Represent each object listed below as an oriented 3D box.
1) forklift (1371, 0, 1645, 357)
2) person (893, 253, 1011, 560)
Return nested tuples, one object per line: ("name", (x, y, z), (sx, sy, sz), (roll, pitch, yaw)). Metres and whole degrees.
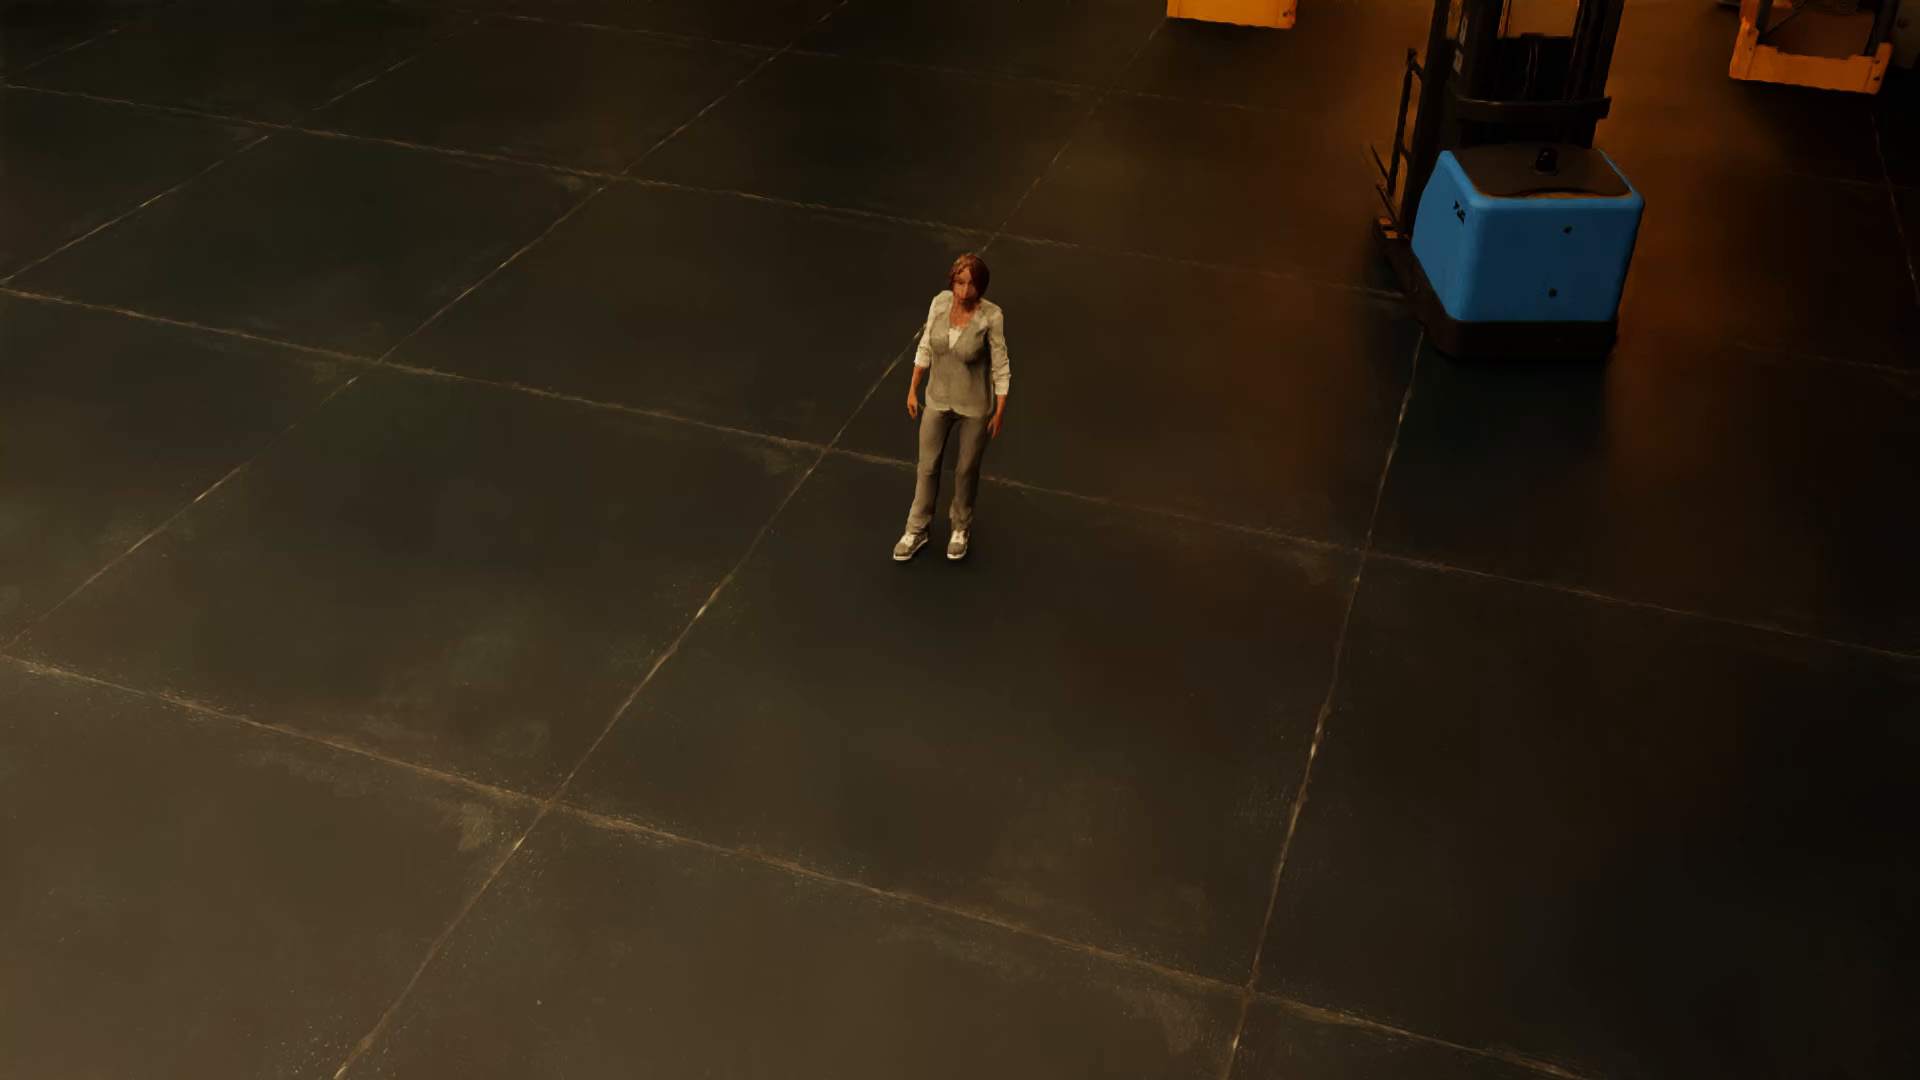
("forklift", (3.438, -3.123, 10.516), (1.130, 2.935, 3.031), (0, 35, 0))
("person", (-0.038, -0.620, 8.126), (0.521, 1.597, 0.474), (12, 37, 16))
